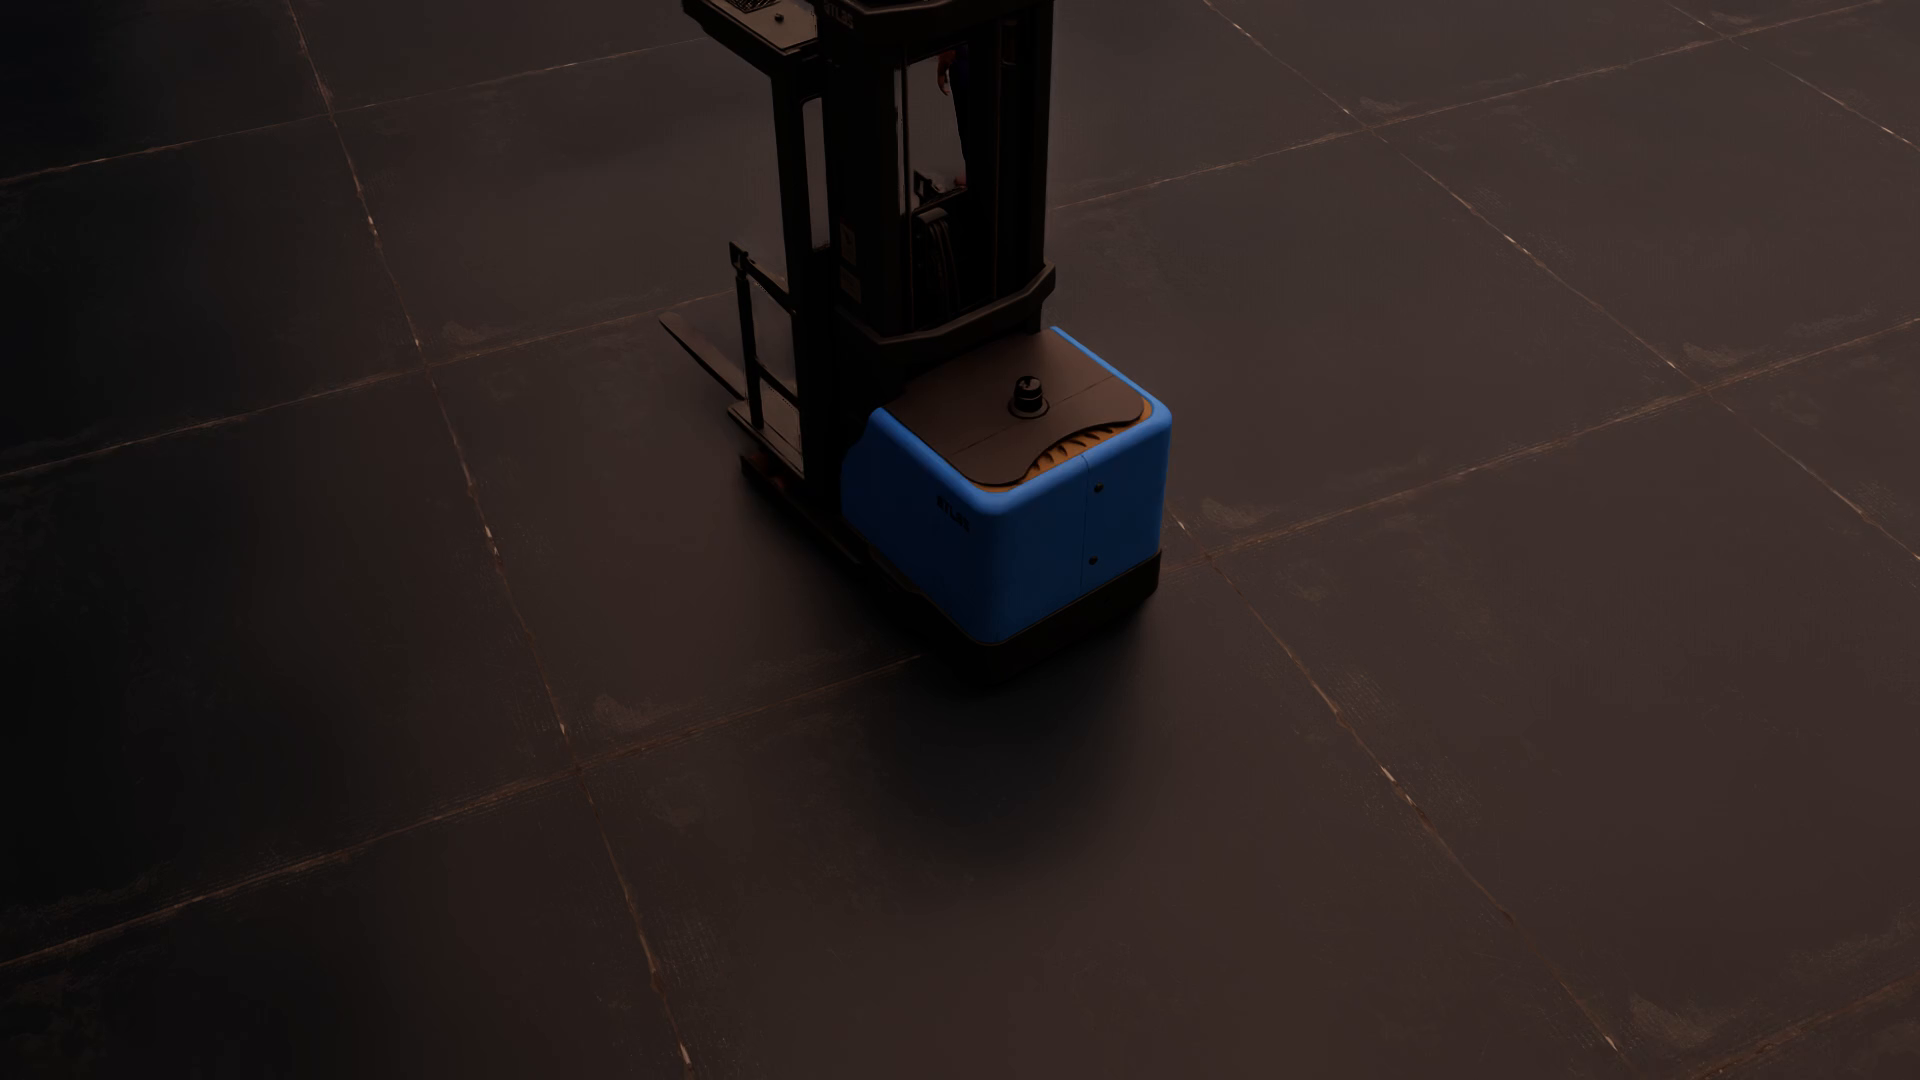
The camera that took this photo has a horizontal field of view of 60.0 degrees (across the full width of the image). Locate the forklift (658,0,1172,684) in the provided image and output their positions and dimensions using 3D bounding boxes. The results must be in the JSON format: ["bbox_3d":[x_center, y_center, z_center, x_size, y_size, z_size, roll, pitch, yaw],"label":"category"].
[{"bbox_3d":[-0.405,-1.412,7.193,1.130,2.935,3.031,-28,50,-26],"label":"forklift"}]

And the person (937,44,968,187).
[{"bbox_3d":[0.117,-2.740,9.546,0.597,1.651,0.502,-17,46,-17],"label":"person"}]
